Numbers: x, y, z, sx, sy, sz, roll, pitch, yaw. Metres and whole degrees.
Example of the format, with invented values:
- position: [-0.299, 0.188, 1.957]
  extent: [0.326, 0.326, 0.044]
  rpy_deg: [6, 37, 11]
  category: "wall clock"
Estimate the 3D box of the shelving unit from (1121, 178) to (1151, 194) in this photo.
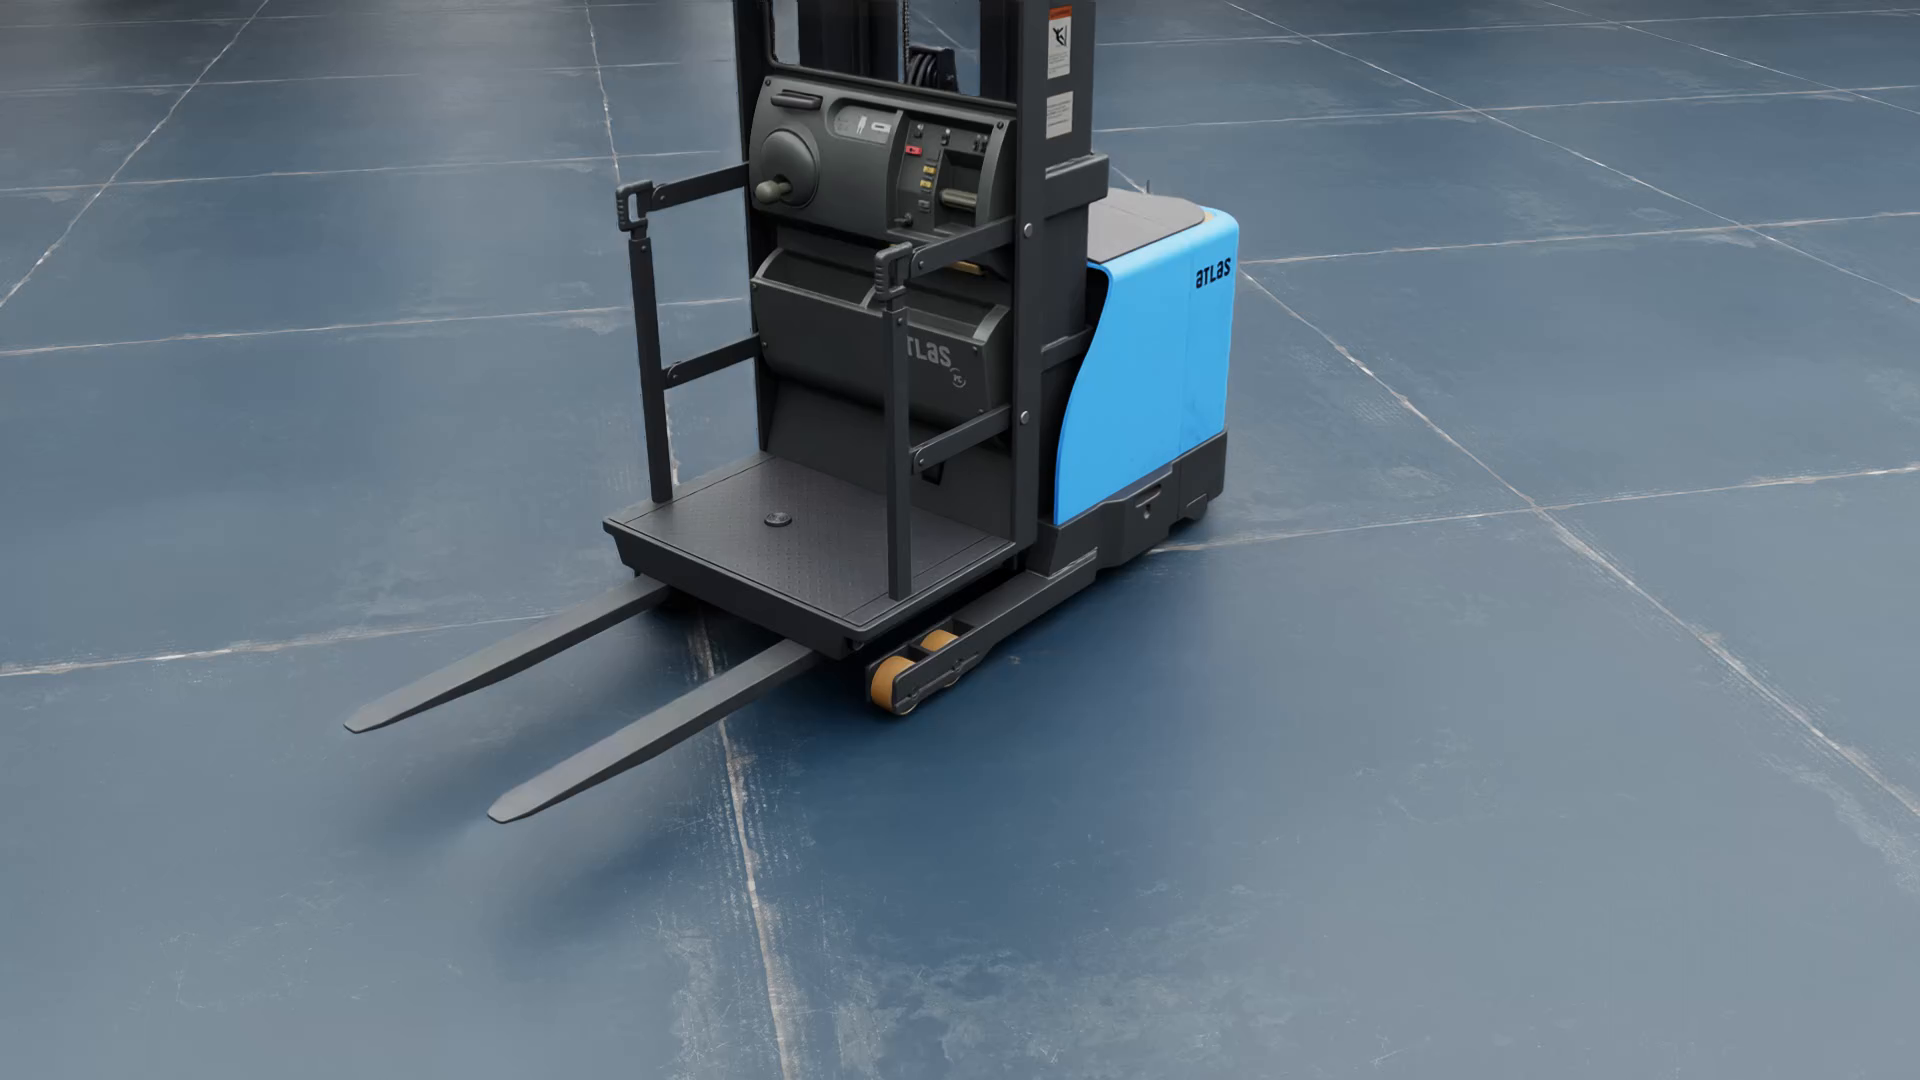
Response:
- position: [0.530, -0.839, 6.247]
  extent: [0.252, 1.050, 0.215]
  rpy_deg: [20, 33, 34]
  category: "shelving unit"

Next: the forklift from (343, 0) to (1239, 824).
- position: [-0.381, -1.063, 4.602]
  extent: [1.130, 2.935, 3.031]
  rpy_deg: [20, 33, 35]
  category: "forklift"

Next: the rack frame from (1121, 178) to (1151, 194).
- position: [0.626, -0.805, 6.179]
  extent: [0.008, 1.050, 0.200]
  rpy_deg: [20, 33, 34]
  category: "rack frame"
